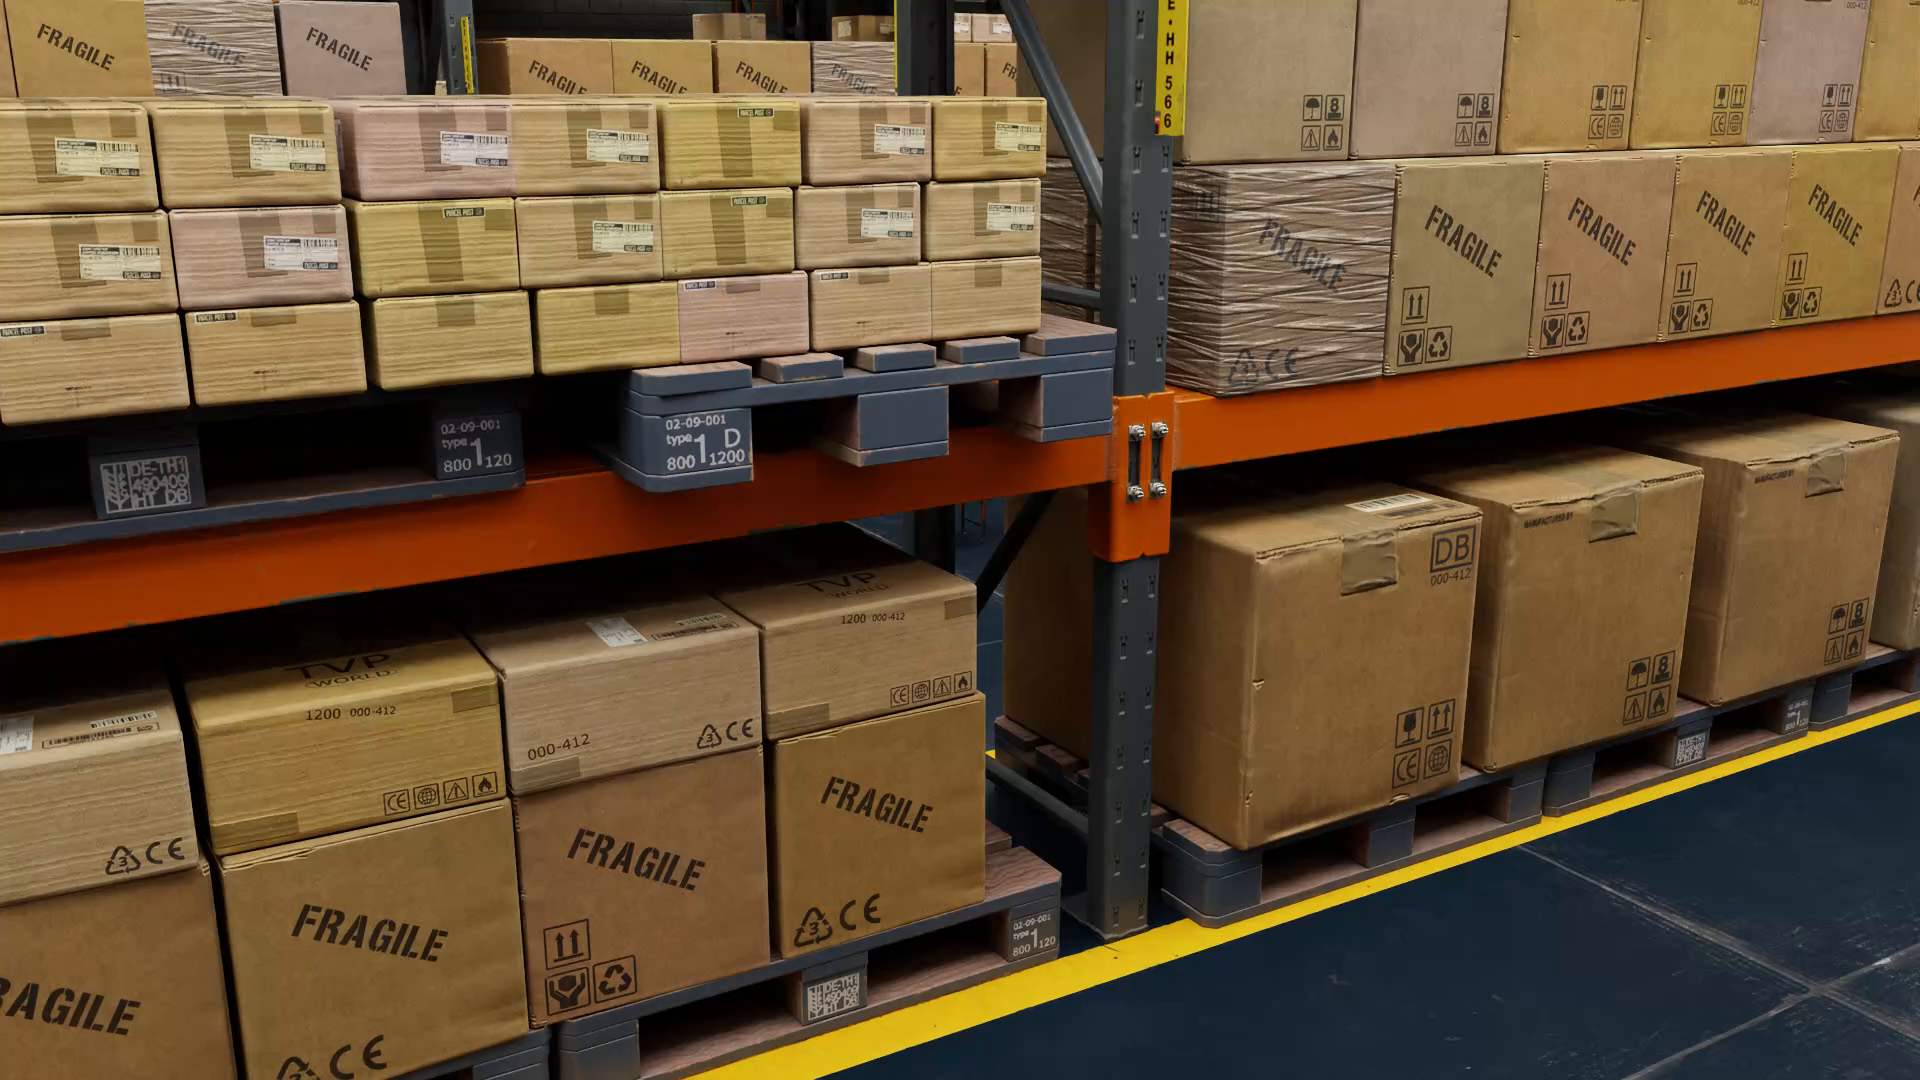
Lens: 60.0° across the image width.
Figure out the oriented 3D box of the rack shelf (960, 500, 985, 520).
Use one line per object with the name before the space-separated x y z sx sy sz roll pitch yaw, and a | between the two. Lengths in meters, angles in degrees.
rack shelf | -0.046 -0.220 7.319 0.240 0.259 0.215 -9 18 -30

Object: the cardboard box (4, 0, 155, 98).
cardboard box | -3.664 -1.991 6.917 0.500 0.500 0.500 -9 18 -30

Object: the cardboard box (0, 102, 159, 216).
cardboard box | -1.372 -0.581 2.512 0.250 0.149 0.380 -9 18 -28

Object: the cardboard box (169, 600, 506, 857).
cardboard box | -1.177 0.333 3.130 0.500 0.250 0.500 -9 18 -28

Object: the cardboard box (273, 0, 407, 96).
cardboard box | -2.799 -2.132 7.419 0.500 0.500 0.500 -10 18 -31

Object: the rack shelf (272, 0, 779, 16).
rack shelf | -3.336 -4.258 12.819 4.000 0.370 1.077 -9 18 -30

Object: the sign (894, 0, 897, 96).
sign | -0.143 -1.289 4.304 0.005 0.325 0.100 -9 18 -30

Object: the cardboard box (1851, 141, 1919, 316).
cardboard box | 2.831 -1.003 5.244 0.500 0.500 0.500 -9 18 -30

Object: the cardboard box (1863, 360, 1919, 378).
cardboard box | 4.149 -0.410 6.472 0.875 0.875 0.875 -9 18 -29

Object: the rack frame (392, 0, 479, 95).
rack frame | -2.490 -1.734 8.040 0.127 3.000 1.000 -9 18 -30

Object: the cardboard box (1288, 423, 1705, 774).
cardboard box | 1.461 0.092 4.915 0.750 0.750 1.050 -9 18 -29

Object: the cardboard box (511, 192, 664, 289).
cardboard box | -0.710 -0.544 2.930 0.250 0.149 0.380 -9 18 -30

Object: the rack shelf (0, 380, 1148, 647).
rack shelf | -1.569 0.021 3.109 4.000 0.370 1.077 -9 18 -30

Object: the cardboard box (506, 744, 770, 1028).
cardboard box | -0.731 0.622 3.488 0.500 0.500 0.500 -8 18 -27

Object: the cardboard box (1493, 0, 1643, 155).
cardboard box | 1.407 -1.335 4.578 0.500 0.500 0.700 -10 18 -31

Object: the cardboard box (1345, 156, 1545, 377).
cardboard box | 1.104 -0.723 4.245 0.500 0.500 0.500 -9 18 -30

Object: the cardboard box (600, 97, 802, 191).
cardboard box | -0.480 -0.726 3.027 0.250 0.149 0.380 -9 18 -28

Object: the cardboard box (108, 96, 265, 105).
cardboard box | -1.476 -0.768 3.179 0.250 0.149 0.380 -9 18 -28

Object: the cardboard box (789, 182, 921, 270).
cardboard box | -0.271 -0.616 3.187 0.250 0.149 0.380 -8 18 -28

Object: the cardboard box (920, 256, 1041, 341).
cardboard box | -0.041 -0.509 3.357 0.250 0.149 0.380 -9 18 -29

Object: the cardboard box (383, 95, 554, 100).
cardboard box | -1.019 -0.844 3.447 0.250 0.149 0.380 -10 19 -32

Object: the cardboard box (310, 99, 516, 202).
cardboard box | -0.916 -0.656 2.777 0.250 0.149 0.380 -9 18 -30

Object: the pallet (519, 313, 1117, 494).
pallet | -0.411 -0.387 3.589 1.003 0.211 1.213 -9 18 -30

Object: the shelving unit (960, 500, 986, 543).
shelving unit | -0.046 -0.498 7.242 0.252 1.050 0.215 -9 18 -30

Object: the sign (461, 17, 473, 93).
sign | -2.202 -2.164 7.427 0.005 0.325 0.100 -9 18 -30

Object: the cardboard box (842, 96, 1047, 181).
cardboard box | -0.039 -0.797 3.280 0.250 0.149 0.380 -10 19 -32

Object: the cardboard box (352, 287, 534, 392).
cardboard box | -0.920 -0.368 2.852 0.250 0.149 0.380 -10 19 -32

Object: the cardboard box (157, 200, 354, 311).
cardboard box | -1.148 -0.474 2.679 0.250 0.149 0.380 -9 18 -28

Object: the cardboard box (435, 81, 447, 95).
cardboard box | -3.972 -3.337 12.371 0.250 0.149 0.380 -9 18 -29

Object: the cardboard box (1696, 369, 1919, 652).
cardboard box | 3.088 -0.171 5.853 0.750 0.750 1.050 -9 18 -30

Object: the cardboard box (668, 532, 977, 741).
cardboard box | -0.306 0.193 3.628 0.500 0.250 0.500 -10 18 -31

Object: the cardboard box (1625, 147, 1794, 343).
cardboard box | 1.964 -0.861 4.740 0.500 0.500 0.500 -9 18 -30

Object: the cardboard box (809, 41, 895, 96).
cardboard box | -0.658 -2.354 8.736 0.500 0.500 0.500 -10 19 -32

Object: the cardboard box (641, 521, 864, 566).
cardboard box | -0.570 0.077 4.042 0.500 0.250 0.500 -10 19 -32

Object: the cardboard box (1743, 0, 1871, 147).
cardboard box | 2.278 -1.476 5.081 0.500 0.500 0.700 -9 18 -29

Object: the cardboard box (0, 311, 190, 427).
cardboard box | -1.375 -0.294 2.588 0.250 0.149 0.380 -10 19 -32

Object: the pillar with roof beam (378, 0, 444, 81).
pillar with roof beam | -2.180 -5.165 9.162 0.400 9.000 9.100 -9 18 -30

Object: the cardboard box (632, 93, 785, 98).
cardboard box | -0.579 -0.913 3.696 0.250 0.149 0.380 -10 18 -31

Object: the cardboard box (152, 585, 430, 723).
cardboard box | -1.436 0.213 3.555 0.500 0.250 0.500 -9 18 -29

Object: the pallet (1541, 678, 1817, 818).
pallet | 1.905 0.479 5.310 1.213 0.211 1.003 -9 18 -30

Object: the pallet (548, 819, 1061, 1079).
pallet | -0.525 0.848 3.994 1.213 0.211 1.003 -9 18 -30

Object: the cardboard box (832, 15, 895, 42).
cardboard box | -0.525 -2.838 9.260 0.250 0.149 0.380 -8 18 -27

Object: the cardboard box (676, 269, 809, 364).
cardboard box | -0.475 -0.440 3.108 0.250 0.149 0.380 -9 18 -29

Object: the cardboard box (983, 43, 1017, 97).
cardboard box | 0.236 -2.497 9.247 0.500 0.500 0.500 -9 18 -29

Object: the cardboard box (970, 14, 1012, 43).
cardboard box | 0.075 -2.781 9.057 0.250 0.149 0.380 -10 18 -31

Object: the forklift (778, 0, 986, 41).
forklift | -0.479 -2.841 12.115 3.031 2.935 1.130 -9 18 -30

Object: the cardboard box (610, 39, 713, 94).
cardboard box | -1.543 -2.211 8.226 0.500 0.500 0.500 -8 18 -27

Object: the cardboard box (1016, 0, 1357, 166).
cardboard box | 0.535 -1.193 4.070 0.500 0.500 0.700 -9 18 -30

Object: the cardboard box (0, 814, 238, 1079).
cardboard box | -1.619 0.763 2.983 0.500 0.500 0.500 -9 18 -29
